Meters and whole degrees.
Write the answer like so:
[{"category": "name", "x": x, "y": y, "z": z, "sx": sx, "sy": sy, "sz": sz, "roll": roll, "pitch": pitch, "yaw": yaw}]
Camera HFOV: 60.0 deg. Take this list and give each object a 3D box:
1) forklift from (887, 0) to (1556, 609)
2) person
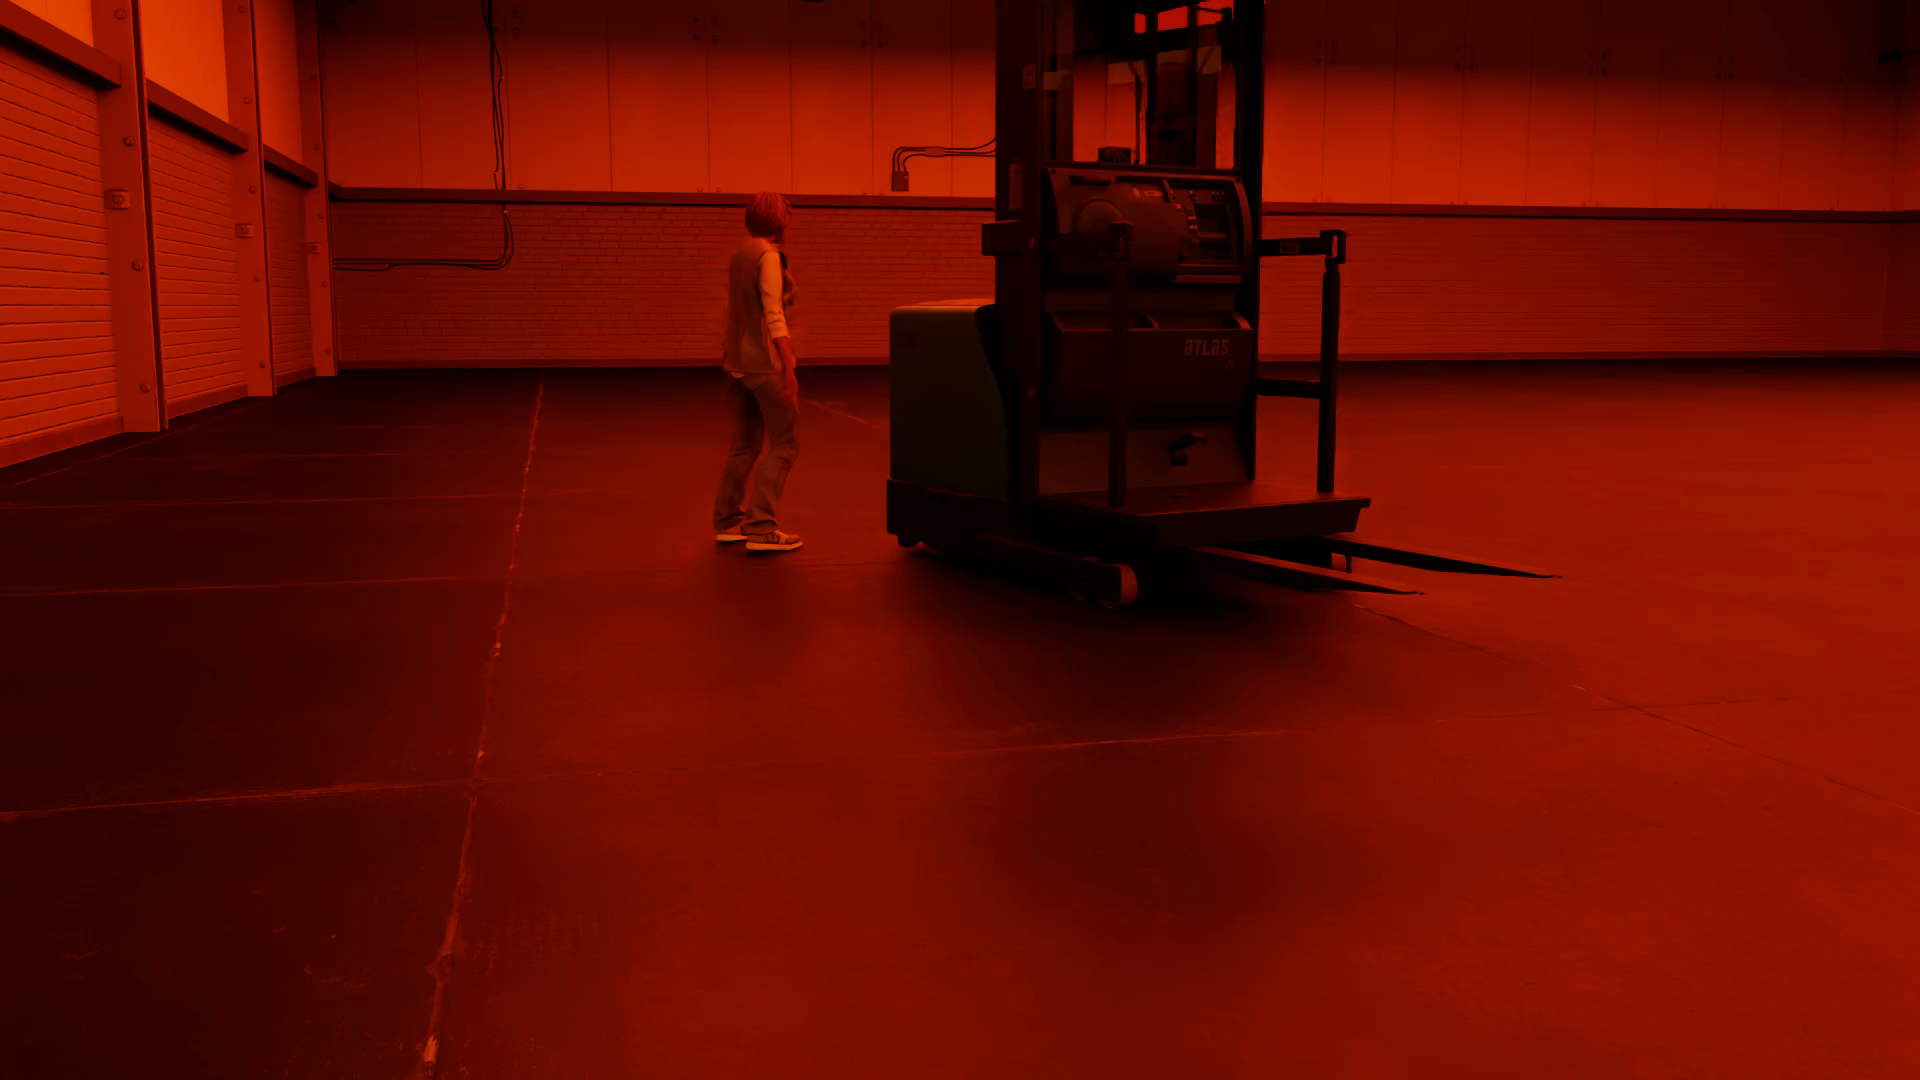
[{"category": "forklift", "x": 0.852, "y": -1.277, "z": 6.261, "sx": 1.130, "sy": 2.935, "sz": 3.031, "roll": -5, "pitch": 9, "yaw": -30}, {"category": "person", "x": -0.889, "y": -0.737, "z": 7.373, "sx": 0.316, "sy": 1.556, "sz": 0.653, "roll": -5, "pitch": 9, "yaw": -32}]
